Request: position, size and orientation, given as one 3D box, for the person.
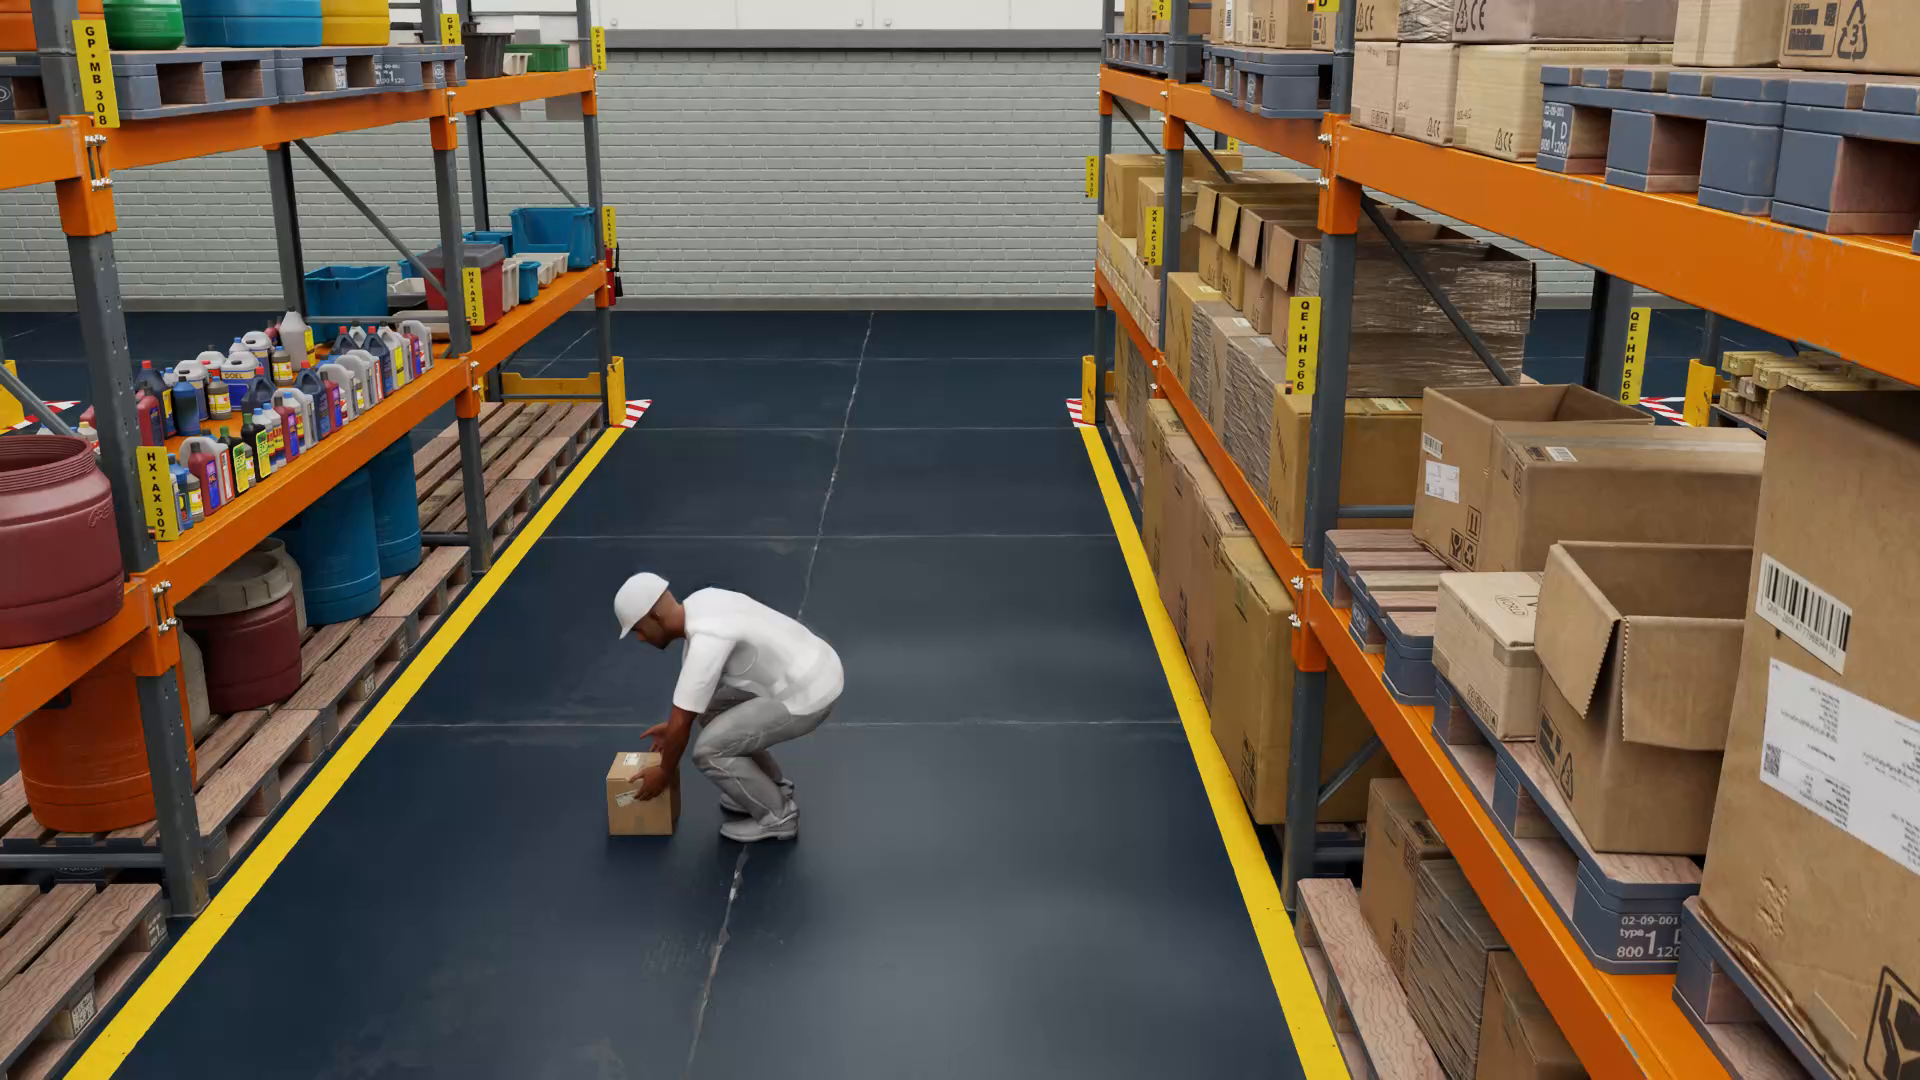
[{"bbox_3d":[-0.896,0.642,6.572,0.874,1.087,0.602,0,17,-1],"label":"person"}]
